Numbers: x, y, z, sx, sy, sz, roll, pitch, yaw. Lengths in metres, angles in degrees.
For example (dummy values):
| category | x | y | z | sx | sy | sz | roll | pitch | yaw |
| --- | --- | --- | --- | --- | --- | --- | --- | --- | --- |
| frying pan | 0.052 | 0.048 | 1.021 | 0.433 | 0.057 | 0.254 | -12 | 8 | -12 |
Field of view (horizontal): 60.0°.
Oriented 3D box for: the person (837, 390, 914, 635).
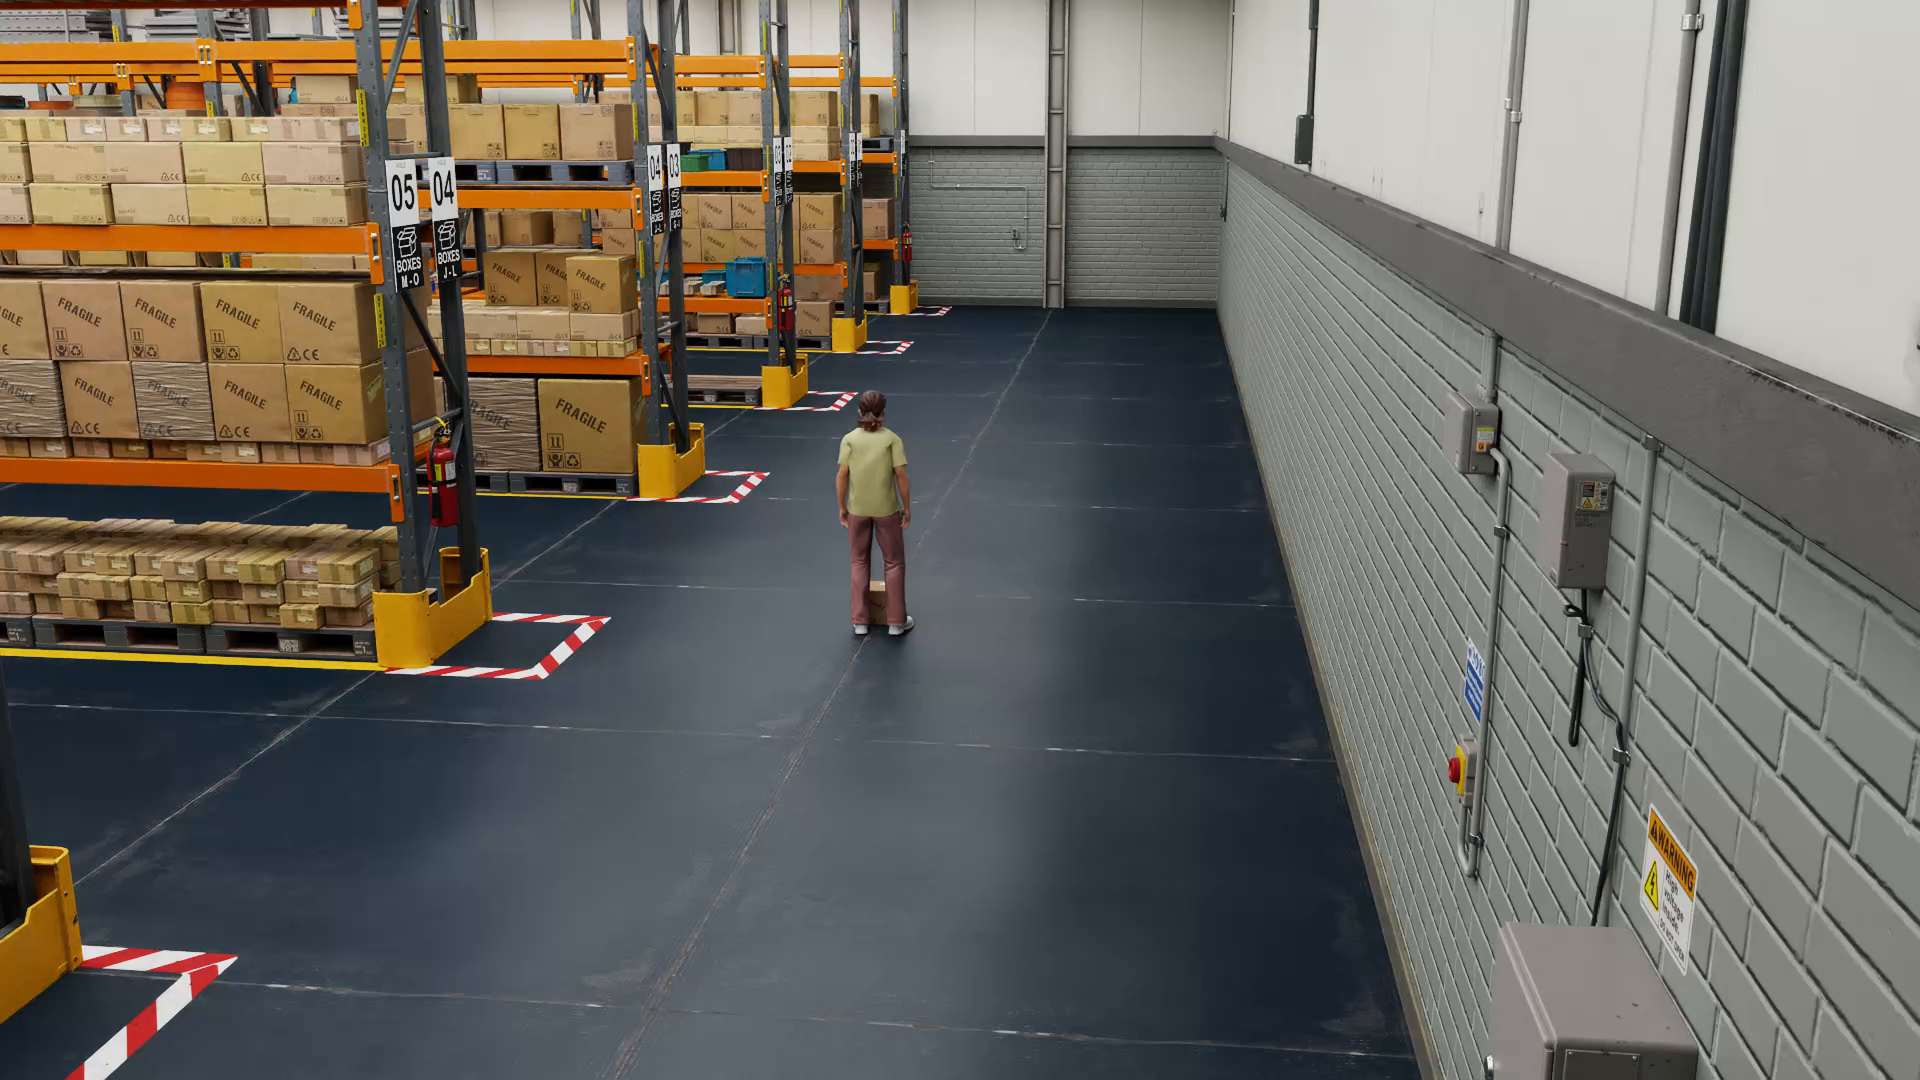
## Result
| category | x | y | z | sx | sy | sz | roll | pitch | yaw |
| --- | --- | --- | --- | --- | --- | --- | --- | --- | --- |
| person | -0.579 | -0.177 | 11.330 | 0.499 | 1.652 | 0.342 | 2 | 14 | 7 |
